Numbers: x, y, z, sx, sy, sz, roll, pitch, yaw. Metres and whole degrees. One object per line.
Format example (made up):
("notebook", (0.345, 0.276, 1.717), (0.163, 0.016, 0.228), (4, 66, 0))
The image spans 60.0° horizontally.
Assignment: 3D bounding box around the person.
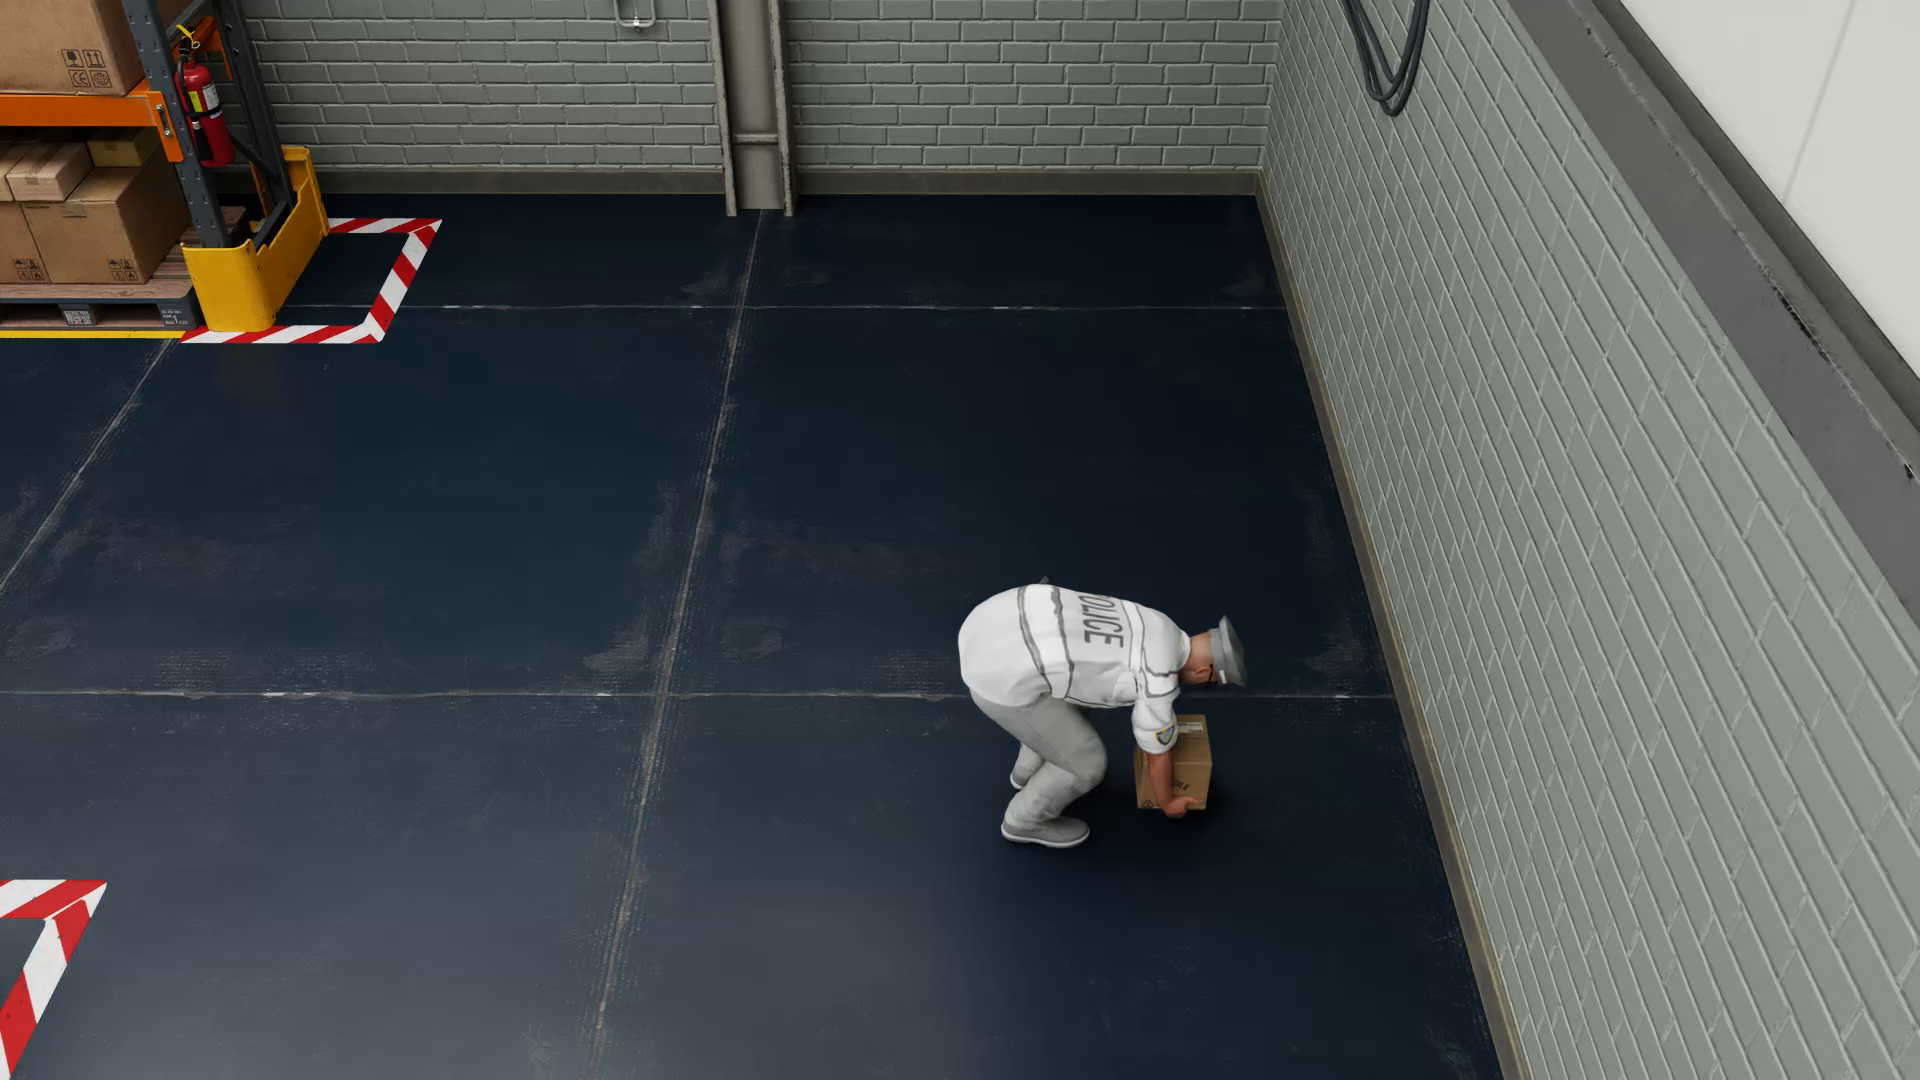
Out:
("person", (0.511, 0.614, 5.979), (1.030, 1.021, 0.516), (-2, 39, -2))
